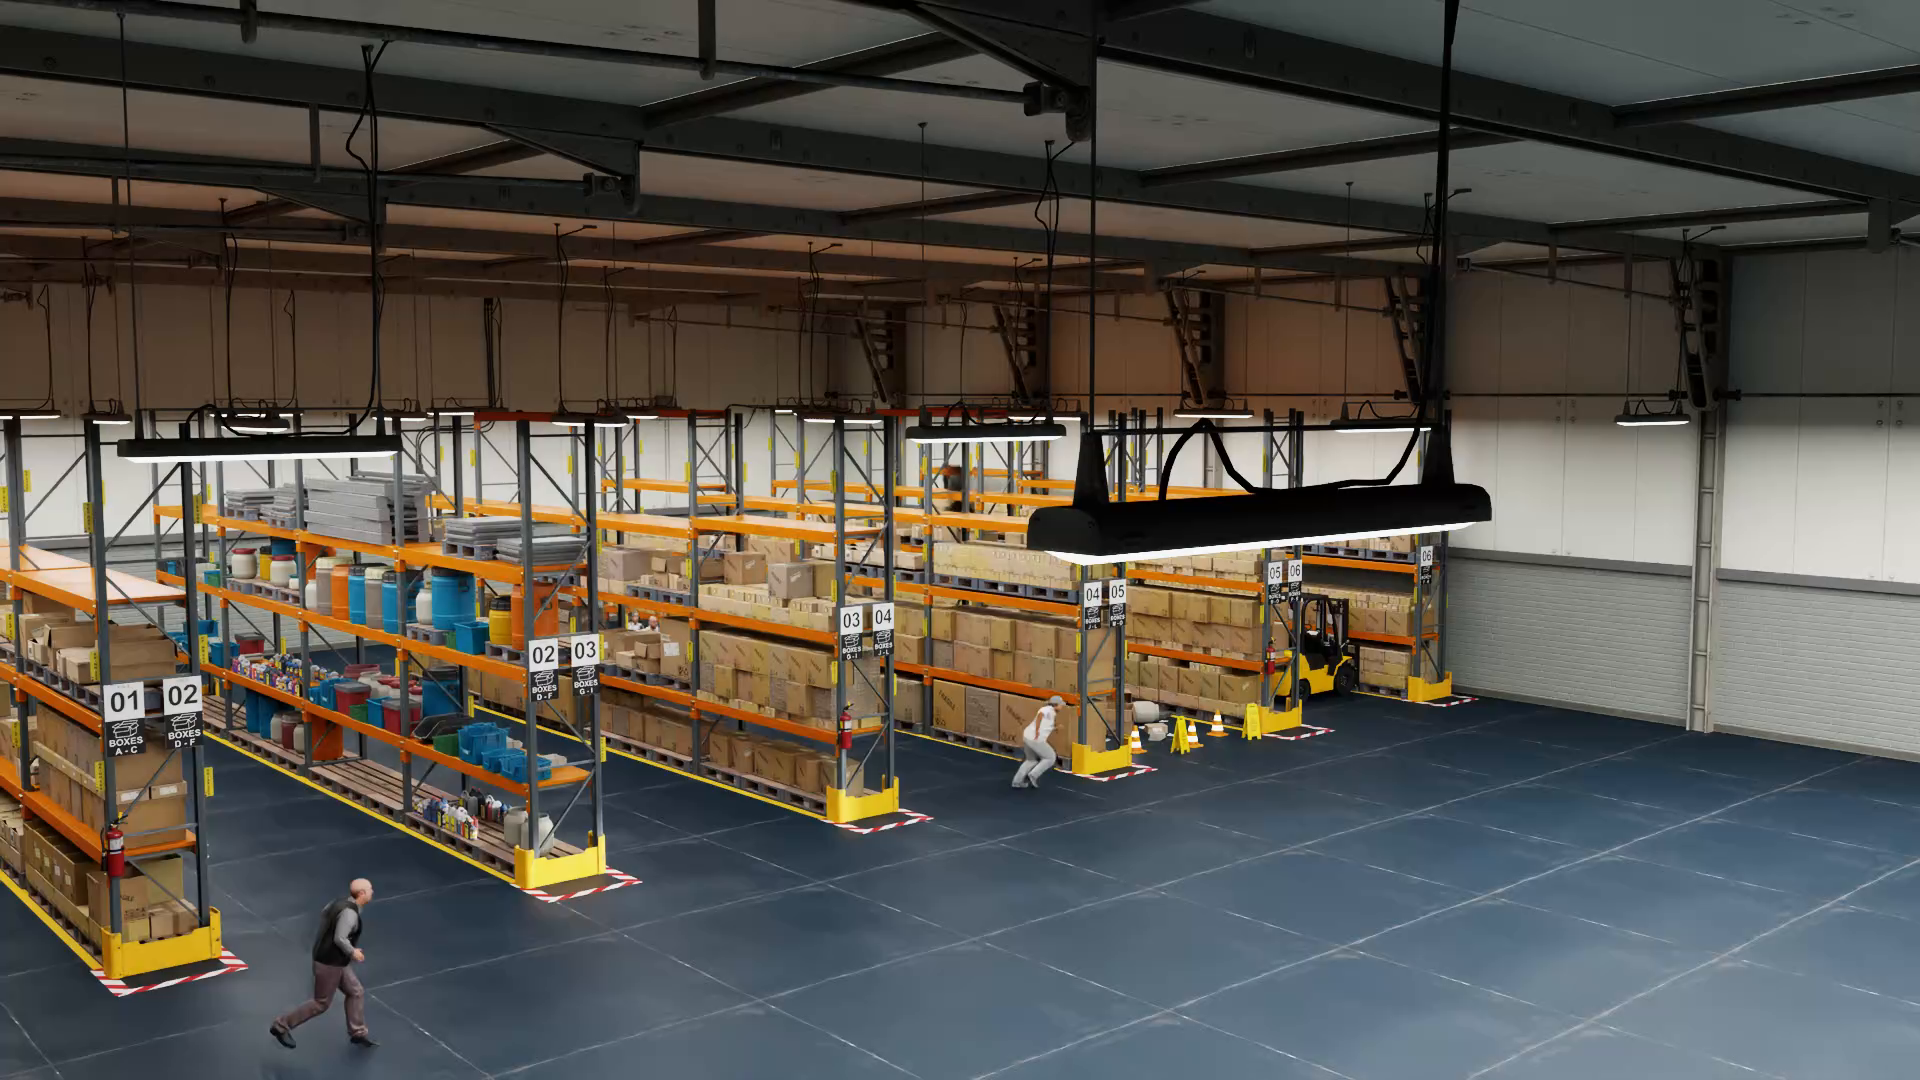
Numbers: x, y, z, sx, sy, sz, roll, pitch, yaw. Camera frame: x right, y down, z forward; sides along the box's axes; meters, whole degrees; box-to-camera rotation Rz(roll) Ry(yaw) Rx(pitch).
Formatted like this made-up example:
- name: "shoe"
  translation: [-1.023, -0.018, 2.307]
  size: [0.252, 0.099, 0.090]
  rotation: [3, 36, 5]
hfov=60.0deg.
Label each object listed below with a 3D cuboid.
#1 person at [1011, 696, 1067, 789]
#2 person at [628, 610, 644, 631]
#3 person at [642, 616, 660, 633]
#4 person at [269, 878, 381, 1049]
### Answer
- name: "person"
  translation: [1.273, 3.242, 26.584]
  size: [0.900, 1.503, 0.639]
  rotation: [-1, 5, -8]
- name: "person"
  translation: [-6.995, 2.345, 35.789]
  size: [0.598, 1.685, 0.658]
  rotation: [-5, 7, -44]
- name: "person"
  translation: [-6.507, 2.416, 35.000]
  size: [0.935, 1.668, 0.716]
  rotation: [3, 6, 34]
- name: "person"
  translation: [-6.122, 4.122, 15.986]
  size: [0.999, 1.682, 0.686]
  rotation: [-2, 6, -26]
